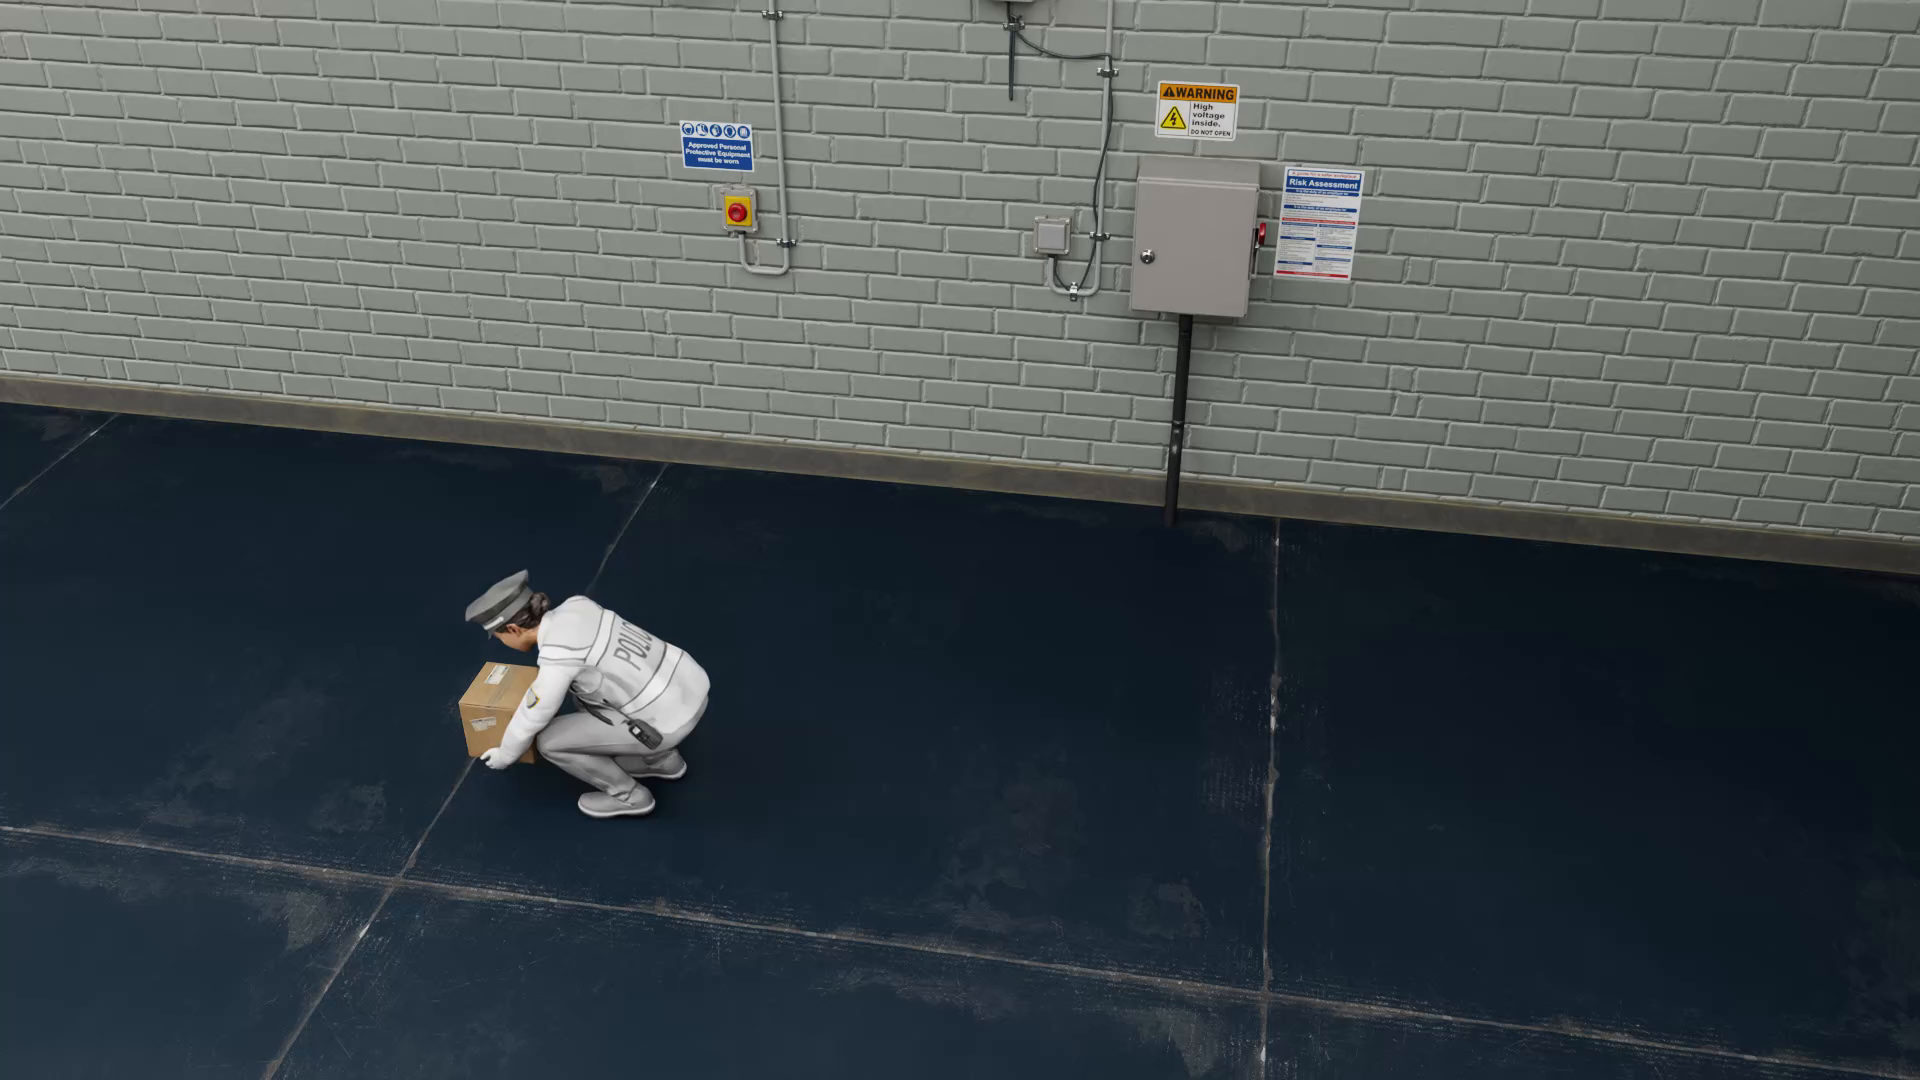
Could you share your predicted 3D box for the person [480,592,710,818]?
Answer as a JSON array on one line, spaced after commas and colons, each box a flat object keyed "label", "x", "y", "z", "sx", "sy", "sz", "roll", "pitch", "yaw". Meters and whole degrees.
[{"label": "person", "x": -1.320, "y": 0.556, "z": 5.961, "sx": 0.814, "sy": 0.928, "sz": 0.519, "roll": 5, "pitch": 33, "yaw": 8}]
